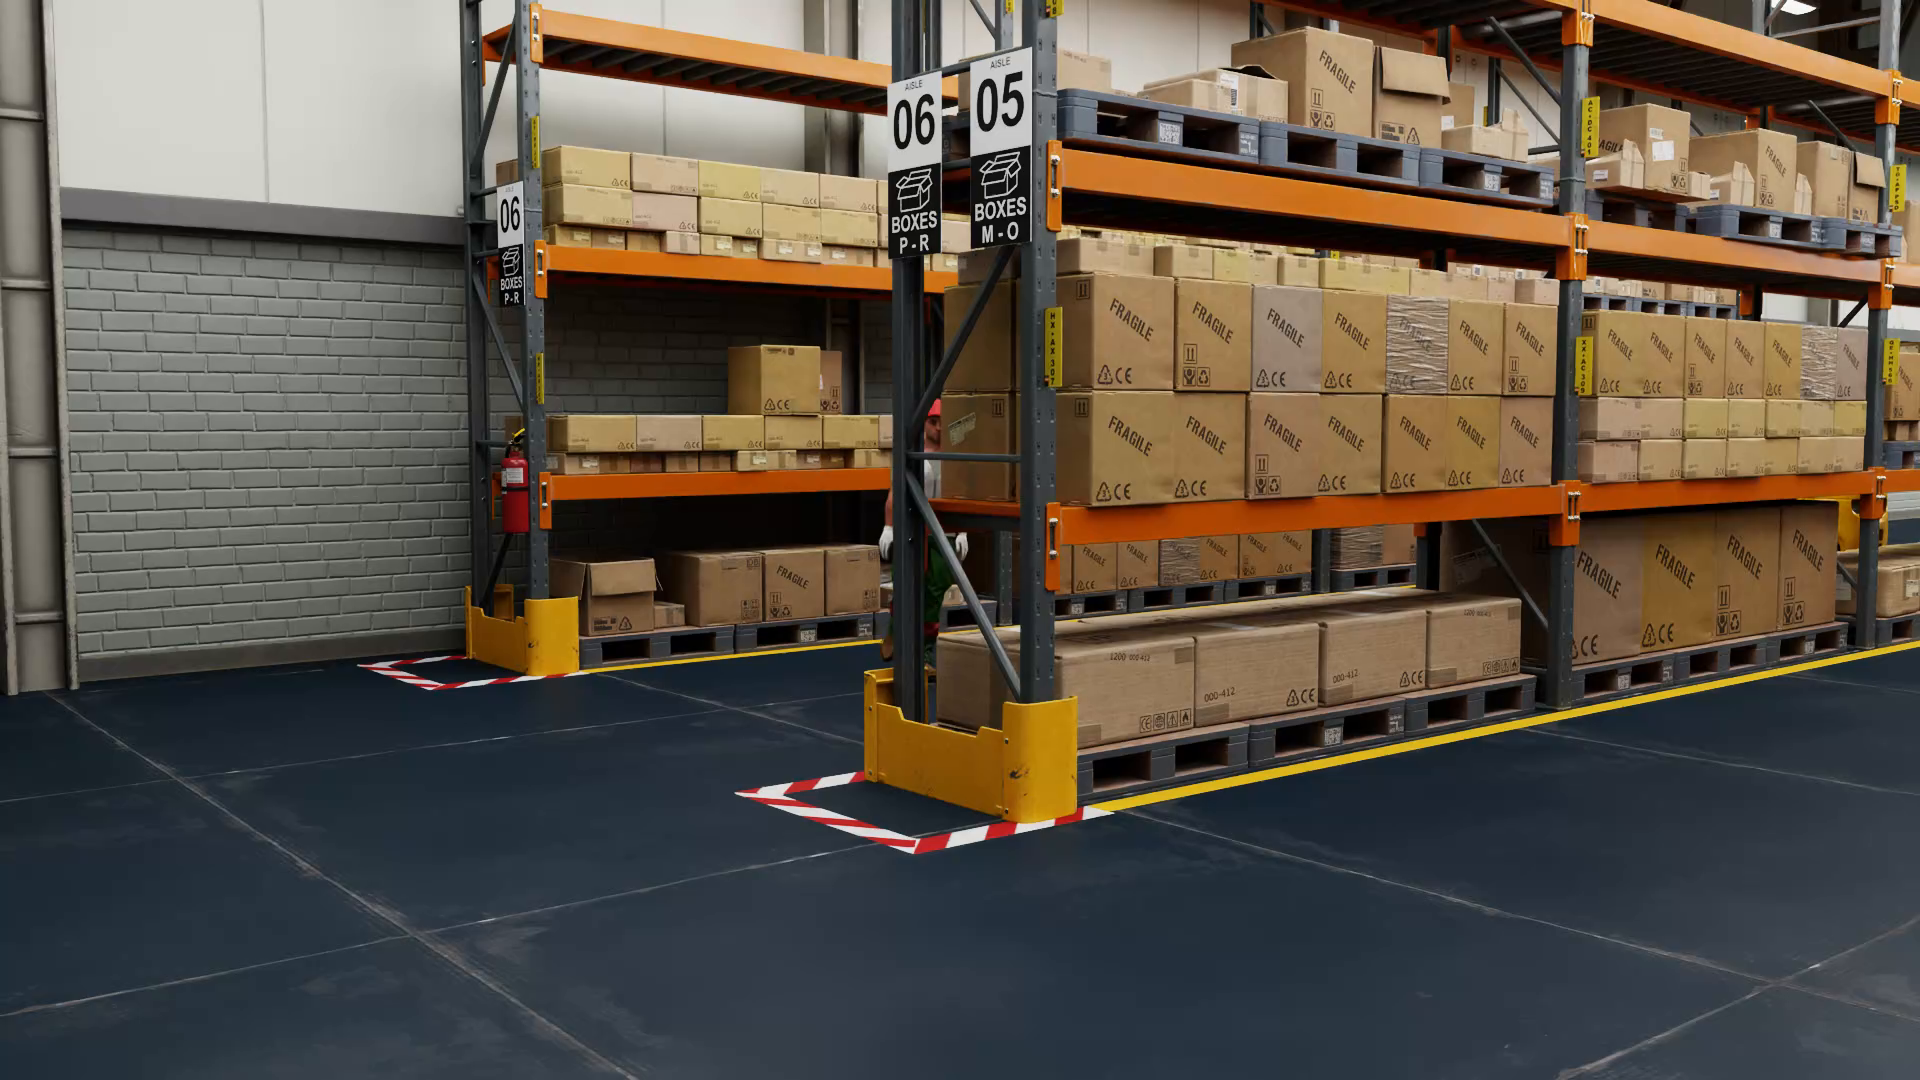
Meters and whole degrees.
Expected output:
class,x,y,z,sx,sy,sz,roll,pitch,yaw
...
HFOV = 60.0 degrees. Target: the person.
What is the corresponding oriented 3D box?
class,x,y,z,sx,sy,sz,roll,pitch,yaw
person,-0.227,-0.021,10.760,0.610,1.788,0.532,-1,4,-15
